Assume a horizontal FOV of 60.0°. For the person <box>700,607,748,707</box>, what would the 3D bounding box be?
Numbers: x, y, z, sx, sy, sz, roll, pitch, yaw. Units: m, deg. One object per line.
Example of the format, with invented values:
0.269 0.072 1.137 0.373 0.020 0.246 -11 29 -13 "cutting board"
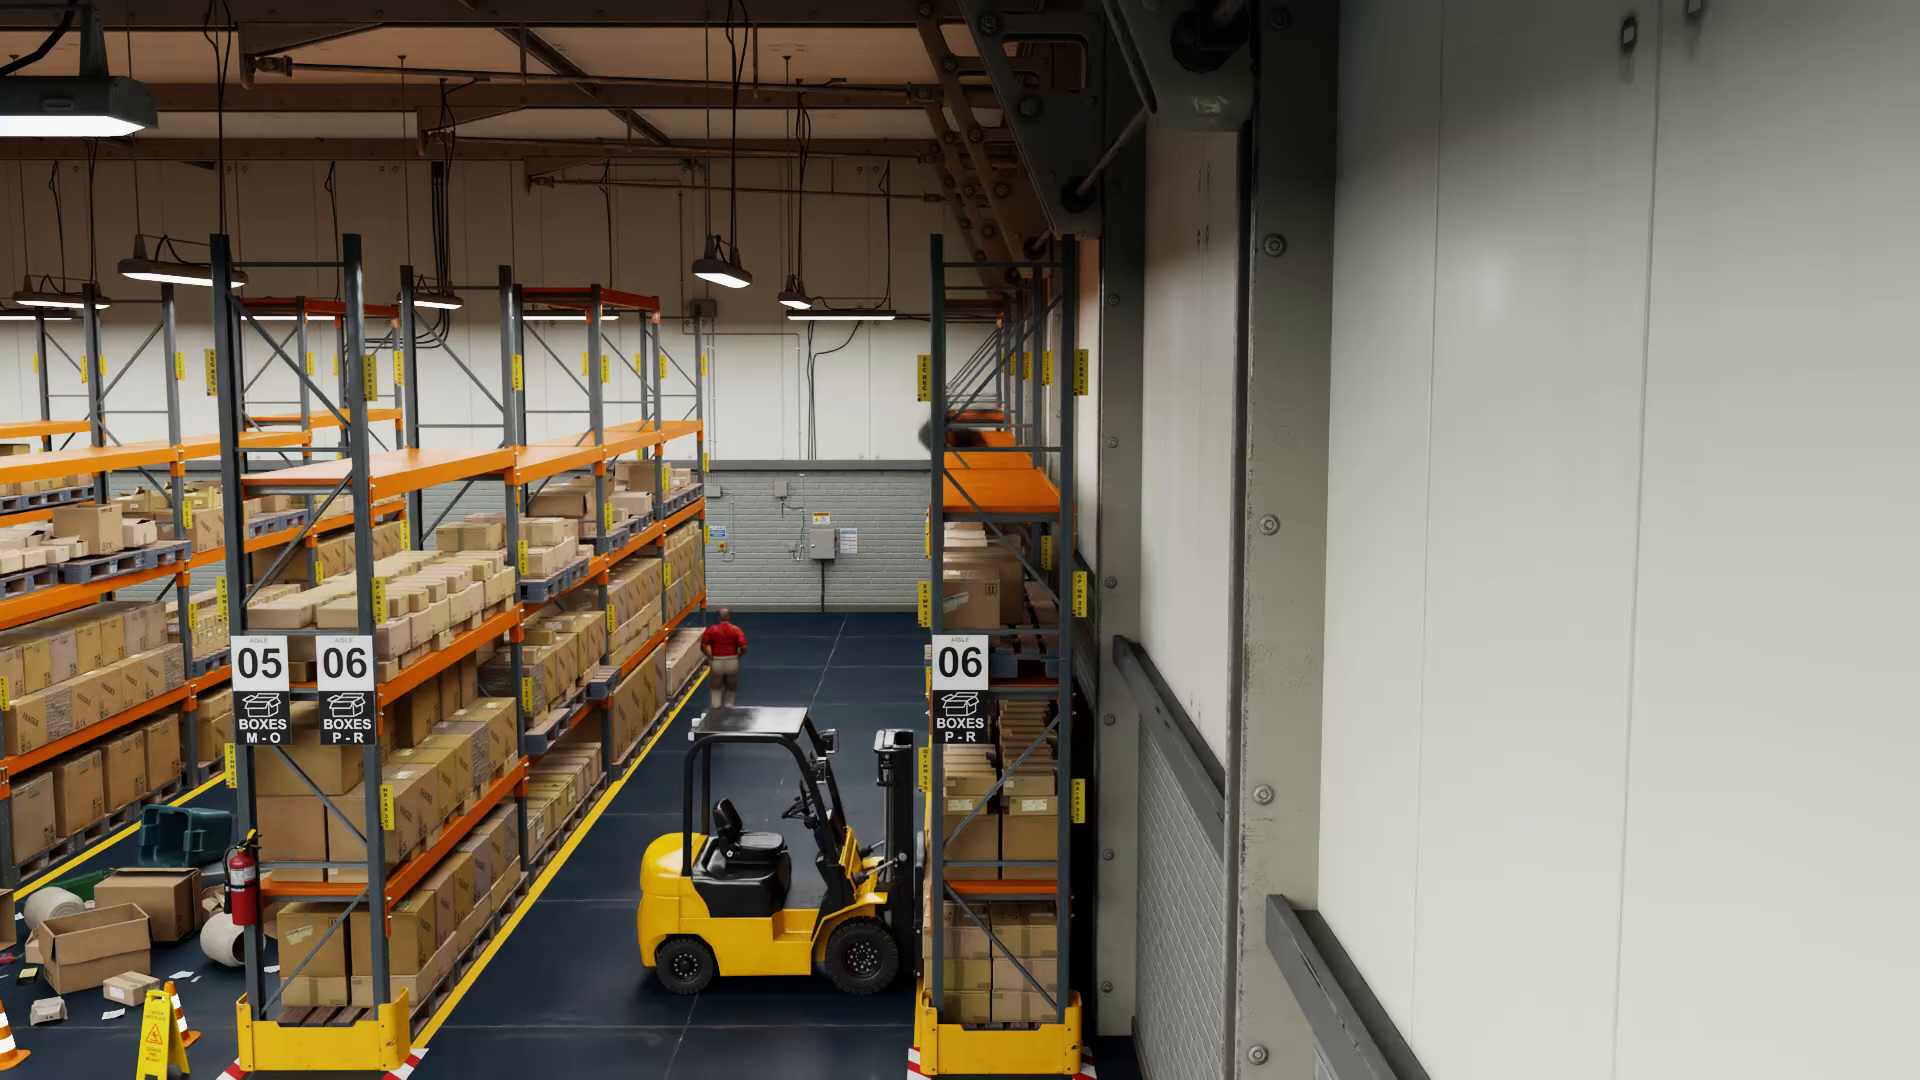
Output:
-3.293 1.766 23.239 0.659 1.674 0.623 -1 6 -5 "person"
